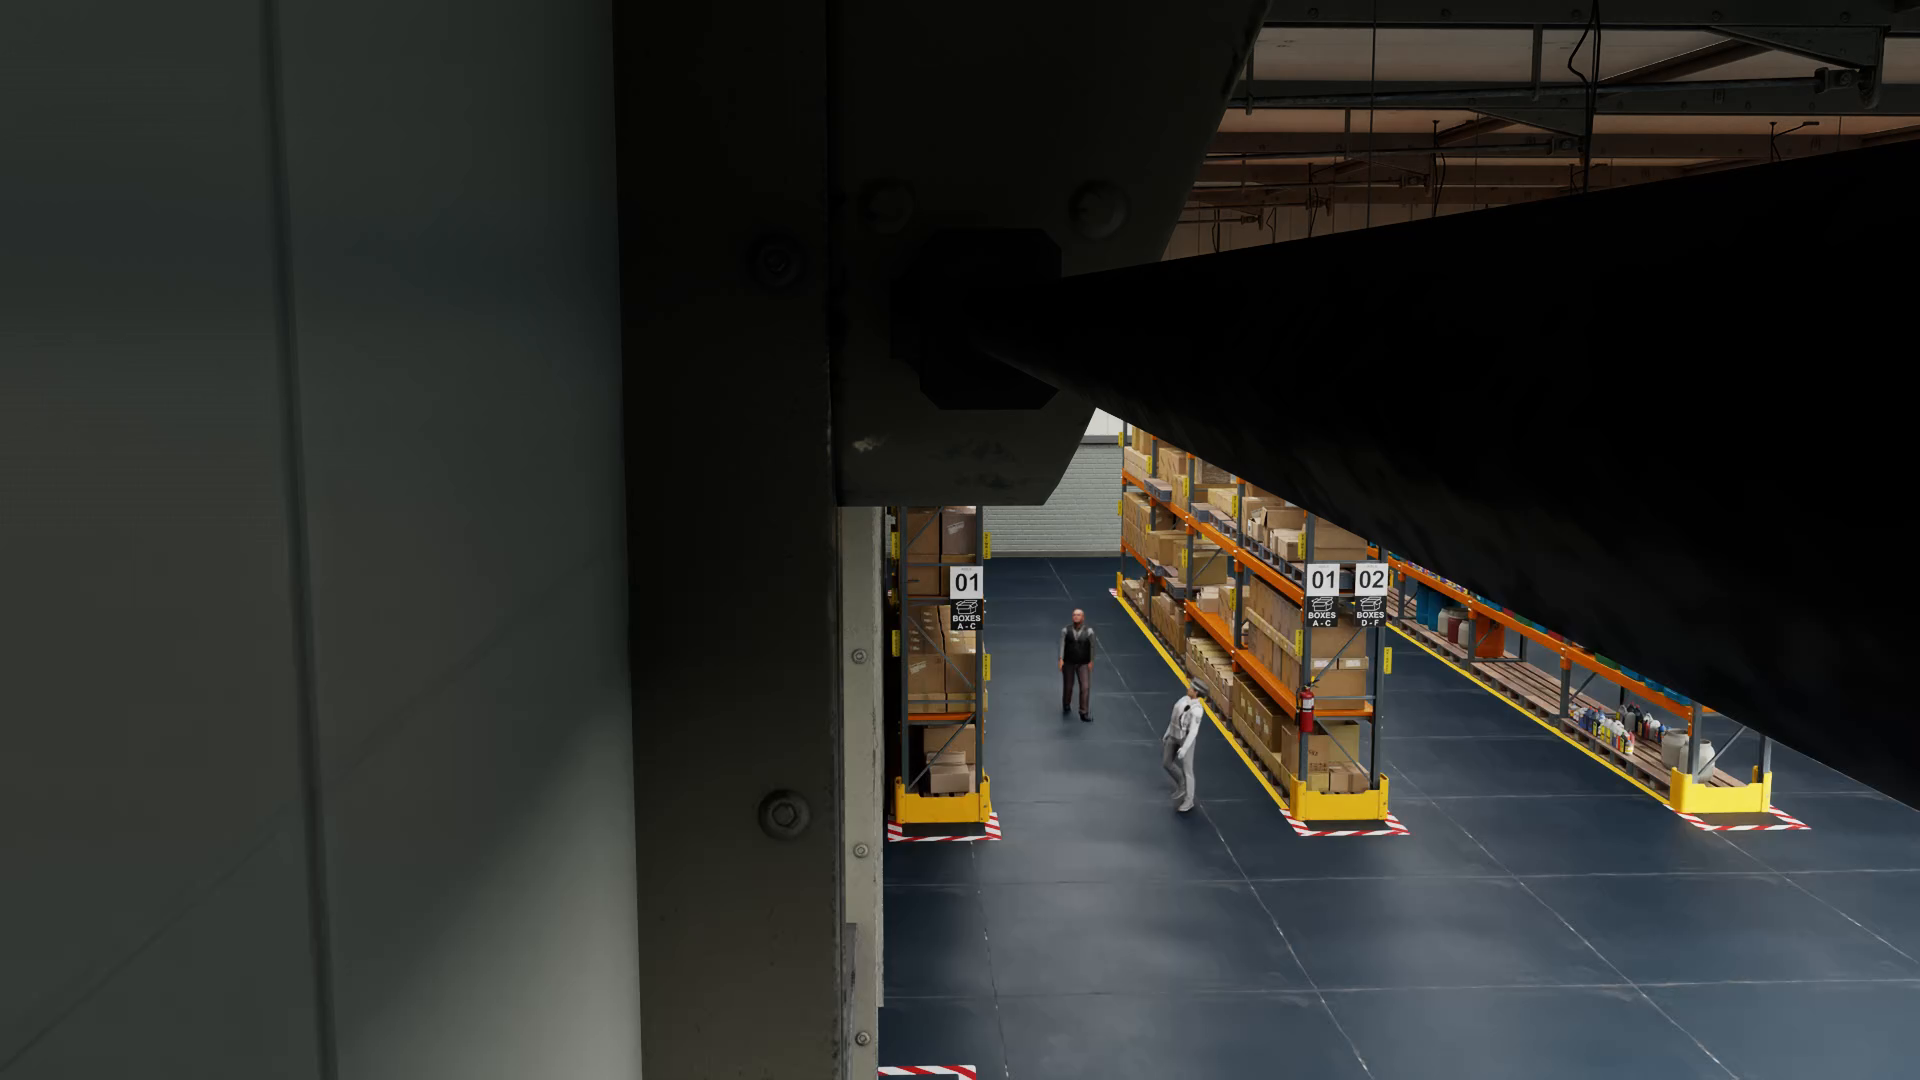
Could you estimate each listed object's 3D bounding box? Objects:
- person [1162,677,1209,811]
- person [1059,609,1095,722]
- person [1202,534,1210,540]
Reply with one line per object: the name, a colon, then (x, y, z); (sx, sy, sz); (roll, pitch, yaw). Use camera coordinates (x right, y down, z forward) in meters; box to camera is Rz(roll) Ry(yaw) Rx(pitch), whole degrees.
person: (2.842, 2.544, 21.116); (0.487, 1.678, 0.598); (-5, 9, -31)
person: (1.797, 1.916, 25.608); (0.608, 1.676, 0.976); (-1, 8, -7)
person: (5.487, 0.290, 37.012); (0.586, 1.724, 1.080); (-1, 8, -7)
